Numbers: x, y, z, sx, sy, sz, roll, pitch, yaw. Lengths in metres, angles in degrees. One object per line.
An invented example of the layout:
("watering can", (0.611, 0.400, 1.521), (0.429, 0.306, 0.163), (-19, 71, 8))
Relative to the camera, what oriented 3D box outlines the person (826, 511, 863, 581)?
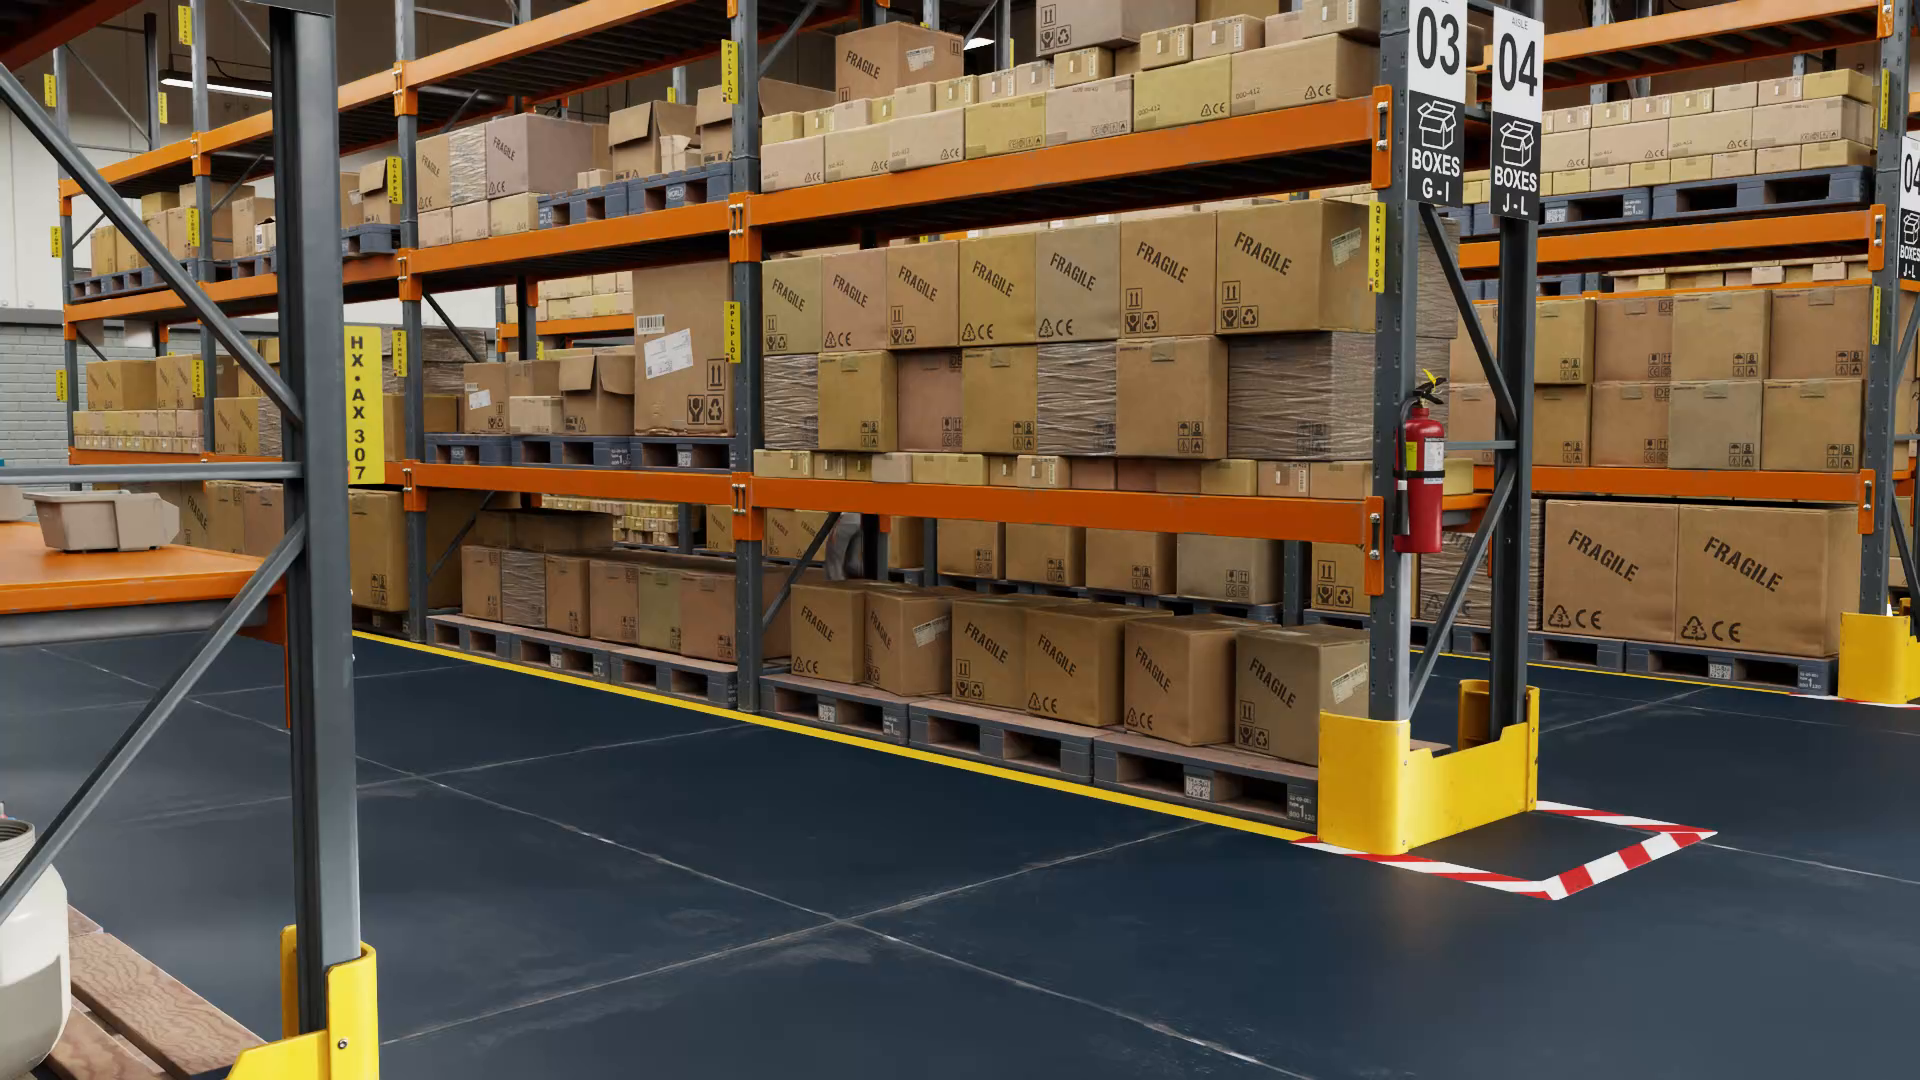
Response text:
("person", (-0.803, -0.143, 12.572), (0.473, 1.528, 0.430), (3, 5, 36))
